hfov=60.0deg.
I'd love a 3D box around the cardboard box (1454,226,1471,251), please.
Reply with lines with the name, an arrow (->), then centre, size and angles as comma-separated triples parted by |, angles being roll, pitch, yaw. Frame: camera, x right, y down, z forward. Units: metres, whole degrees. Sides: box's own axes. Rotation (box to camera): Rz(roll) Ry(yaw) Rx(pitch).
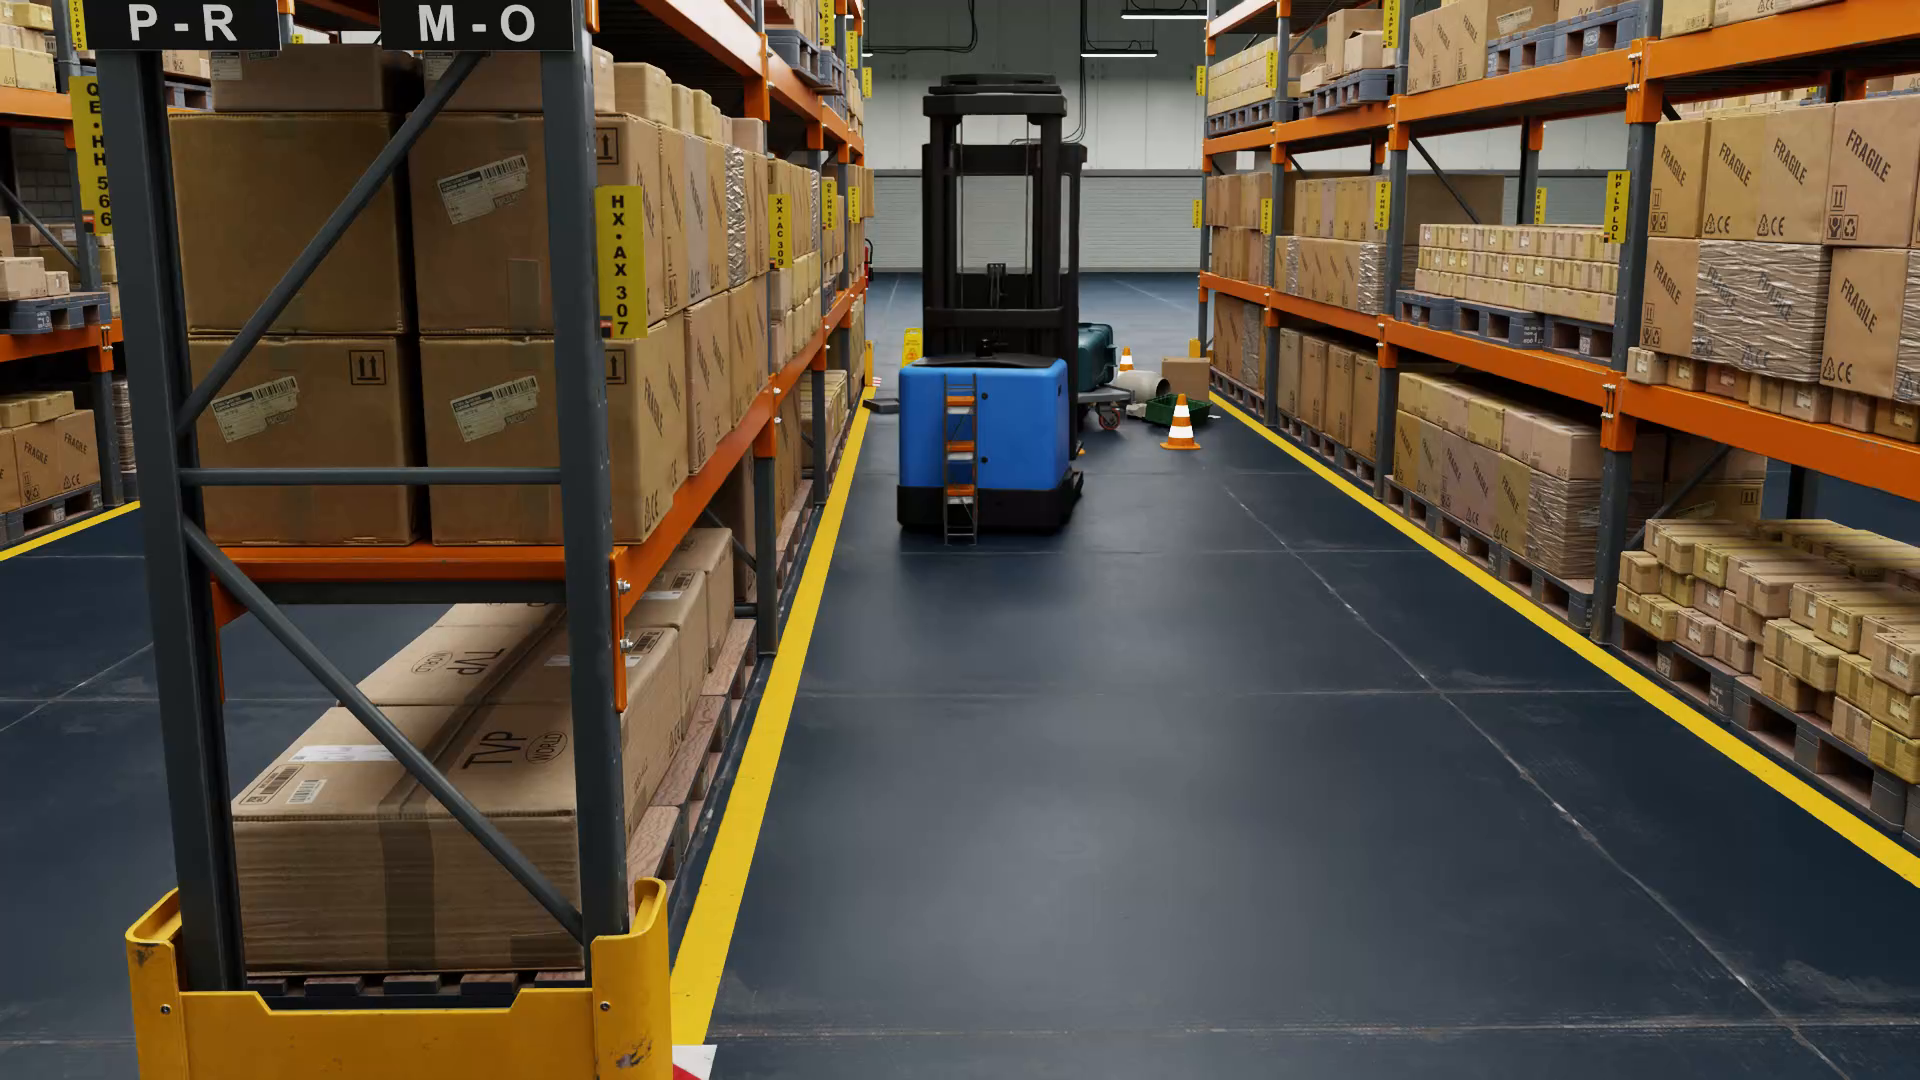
cardboard box -> 3.327, -1.891, 10.414 | 0.380, 0.149, 0.250 | -1, 11, -4

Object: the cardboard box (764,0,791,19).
cardboard box -> -1.095, -2.830, 8.111 | 0.500, 0.500, 0.500 | 0, 11, -2

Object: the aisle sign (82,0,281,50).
aisle sign -> -1.593, -1.392, 3.337 | 0.394, 0.787, 0.004 | 0, 11, -1

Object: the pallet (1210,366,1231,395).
pallet -> 3.426, -1.829, 19.044 | 1.003, 0.211, 1.213 | 0, 11, -1

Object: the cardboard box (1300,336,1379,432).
cardboard box -> 3.533, -1.348, 14.259 | 1.050, 0.750, 0.750 | 0, 11, -1

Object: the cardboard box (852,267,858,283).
cardboard box -> -1.235, -2.714, 17.024 | 0.380, 0.149, 0.250 | 0, 11, -1

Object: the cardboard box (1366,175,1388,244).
cardboard box -> 3.486, -2.493, 12.536 | 0.700, 0.500, 0.500 | 0, 11, -2

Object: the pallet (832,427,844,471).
pallet -> -1.487, -0.754, 13.746 | 1.003, 0.211, 1.213 | 0, 11, -1

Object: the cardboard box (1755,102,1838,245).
cardboard box -> 3.351, -1.360, 6.203 | 0.500, 0.500, 0.500 | 0, 11, 0

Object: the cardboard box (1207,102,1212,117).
cardboard box -> 3.018, -4.887, 18.881 | 0.380, 0.149, 0.250 | 0, 11, -1

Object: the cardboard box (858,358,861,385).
cardboard box -> -1.310, -1.806, 17.774 | 0.500, 0.250, 0.500 | -1, 11, -3

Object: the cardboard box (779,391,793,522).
cardboard box -> -1.504, -0.573, 10.128 | 0.875, 0.875, 0.875 | 0, 11, 0

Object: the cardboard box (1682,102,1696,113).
cardboard box -> 8.040, -4.686, 17.945 | 0.380, 0.149, 0.250 | 0, 11, -1

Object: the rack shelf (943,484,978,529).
rack shelf -> 0.001, -0.221, 10.460 | 0.215, 0.259, 0.240 | 0, 11, -1

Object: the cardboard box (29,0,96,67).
cardboard box -> -6.184, -3.621, 11.761 | 0.500, 0.500, 0.500 | 0, 11, -1

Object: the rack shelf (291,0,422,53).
rack shelf -> -6.536, -5.287, 16.800 | 1.077, 0.370, 4.000 | 0, 11, -1

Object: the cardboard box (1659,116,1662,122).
cardboard box -> 8.044, -4.654, 18.789 | 0.500, 0.250, 0.500 | 0, 11, 1

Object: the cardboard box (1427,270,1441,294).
cardboard box -> 3.310, -1.704, 10.988 | 0.380, 0.149, 0.250 | 0, 11, 2

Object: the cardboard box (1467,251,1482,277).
cardboard box -> 3.333, -1.689, 10.167 | 0.380, 0.149, 0.250 | 0, 11, -1

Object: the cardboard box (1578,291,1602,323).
cardboard box -> 3.367, -1.181, 8.413 | 0.380, 0.149, 0.250 | 0, 11, -1

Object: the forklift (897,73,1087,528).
forklift -> 0.318, -1.756, 11.843 | 1.130, 2.935, 3.031 | 2, 12, 8

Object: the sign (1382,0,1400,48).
sign -> 2.942, -3.526, 11.349 | 0.100, 0.325, 0.005 | 0, 11, -1

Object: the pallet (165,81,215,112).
pallet -> -6.542, -3.437, 12.886 | 1.003, 0.211, 1.213 | 0, 11, 1

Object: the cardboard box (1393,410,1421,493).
cardboard box -> 3.257, -0.603, 11.218 | 0.500, 0.500, 0.500 | -1, 11, -4

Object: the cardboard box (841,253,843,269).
cardboard box -> -1.246, -2.500, 14.915 | 0.380, 0.149, 0.250 | 0, 11, 0

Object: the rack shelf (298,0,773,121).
rack shelf -> -1.326, -1.648, 5.405 | 1.077, 0.370, 4.000 | 0, 11, -1

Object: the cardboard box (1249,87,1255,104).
cardboard box -> 3.070, -4.384, 16.405 | 0.380, 0.149, 0.250 | 0, 11, -1

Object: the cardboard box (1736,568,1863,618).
cardboard box -> 3.332, 0.208, 6.607 | 0.380, 0.149, 0.250 | 0, 11, 0

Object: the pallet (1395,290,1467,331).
pallet -> 3.618, -1.529, 11.033 | 1.213, 0.211, 1.003 | 0, 11, -1

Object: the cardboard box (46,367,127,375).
cardboard box -> -6.433, -0.998, 12.852 | 0.875, 0.625, 0.625 | 0, 11, 1

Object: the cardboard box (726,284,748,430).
cardboard box -> -1.061, -0.684, 6.136 | 0.500, 0.500, 0.500 | 0, 11, -2

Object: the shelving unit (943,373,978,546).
shelving unit -> 0.001, -0.504, 10.402 | 0.215, 1.050, 0.252 | 0, 11, -1

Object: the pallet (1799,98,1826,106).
pallet -> 8.282, -3.814, 14.744 | 1.213, 0.211, 1.003 | 0, 11, -1

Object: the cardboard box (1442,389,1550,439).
cardboard box -> 3.277, -0.775, 10.179 | 0.500, 0.250, 0.500 | 0, 11, -1

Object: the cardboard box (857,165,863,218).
cardboard box -> -1.313, -3.393, 16.227 | 0.700, 0.500, 0.500 | 0, 11, -1

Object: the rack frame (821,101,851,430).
rack frame -> -1.532, -2.519, 15.430 | 1.000, 3.000, 0.127 | 0, 11, -1

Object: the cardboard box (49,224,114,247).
cardboard box -> -6.125, -2.134, 11.650 | 0.380, 0.149, 0.250 | 0, 11, 1

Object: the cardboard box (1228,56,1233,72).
cardboard box -> 3.046, -5.026, 17.565 | 0.380, 0.149, 0.250 | 0, 11, -2

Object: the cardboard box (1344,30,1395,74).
cardboard box -> 3.175, -3.652, 12.387 | 0.500, 0.311, 0.500 | 0, 11, -1

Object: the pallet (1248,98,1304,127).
pallet -> 3.408, -4.148, 16.142 | 1.003, 0.211, 1.213 | 0, 11, -1

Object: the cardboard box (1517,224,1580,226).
cardboard box -> 3.966, -2.043, 11.163 | 0.380, 0.149, 0.250 | -1, 11, -3

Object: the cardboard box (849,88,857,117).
cardboard box -> -1.285, -4.352, 16.550 | 0.500, 0.250, 0.500 | 0, 11, -1

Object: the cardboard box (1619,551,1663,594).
cardboard box -> 3.267, 0.150, 7.641 | 0.380, 0.149, 0.250 | 0, 11, 1

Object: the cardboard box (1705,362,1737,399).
cardboard box -> 3.396, -0.684, 7.019 | 0.380, 0.149, 0.250 | -1, 11, -4

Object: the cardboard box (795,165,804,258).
cardboard box -> -1.152, -1.860, 9.415 | 0.500, 0.500, 0.500 | 0, 11, -2

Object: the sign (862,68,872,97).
sign -> -1.060, -5.216, 18.954 | 0.100, 0.325, 0.005 | 0, 11, -1

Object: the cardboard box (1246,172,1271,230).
cardboard box -> 3.314, -3.344, 16.406 | 0.875, 0.550, 0.550 | 0, 11, -1

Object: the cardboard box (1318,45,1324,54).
cardboard box -> 3.730, -4.777, 16.335 | 0.380, 0.149, 0.250 | 0, 11, -2

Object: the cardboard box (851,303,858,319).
cardboard box -> -1.230, -2.308, 16.733 | 0.380, 0.149, 0.250 | 0, 11, 1

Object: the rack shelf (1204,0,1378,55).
rack shelf -> 3.373, -5.348, 17.104 | 1.077, 0.370, 4.000 | 0, 11, -1

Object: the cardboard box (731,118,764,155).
cardboard box -> -1.043, -1.725, 7.122 | 0.380, 0.149, 0.250 | 0, 11, -2

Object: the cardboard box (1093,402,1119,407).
cardboard box -> 1.537, -1.553, 17.548 | 0.396, 0.266, 0.258 | 2, 12, 9

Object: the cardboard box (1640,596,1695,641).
cardboard box -> 3.271, 0.349, 7.408 | 0.380, 0.149, 0.250 | 0, 11, 1

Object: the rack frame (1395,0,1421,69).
rack frame -> 3.497, -4.704, 11.113 | 1.000, 3.000, 0.127 | 0, 11, -1

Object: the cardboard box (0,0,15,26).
cardboard box -> -6.210, -3.320, 10.463 | 0.380, 0.149, 0.250 | -1, 11, -3

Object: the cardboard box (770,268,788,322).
cardboard box -> -1.094, -1.189, 7.993 | 0.500, 0.250, 0.500 | -1, 11, -3

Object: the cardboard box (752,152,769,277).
cardboard box -> -1.081, -1.375, 7.025 | 0.500, 0.500, 0.500 | 0, 11, -2
